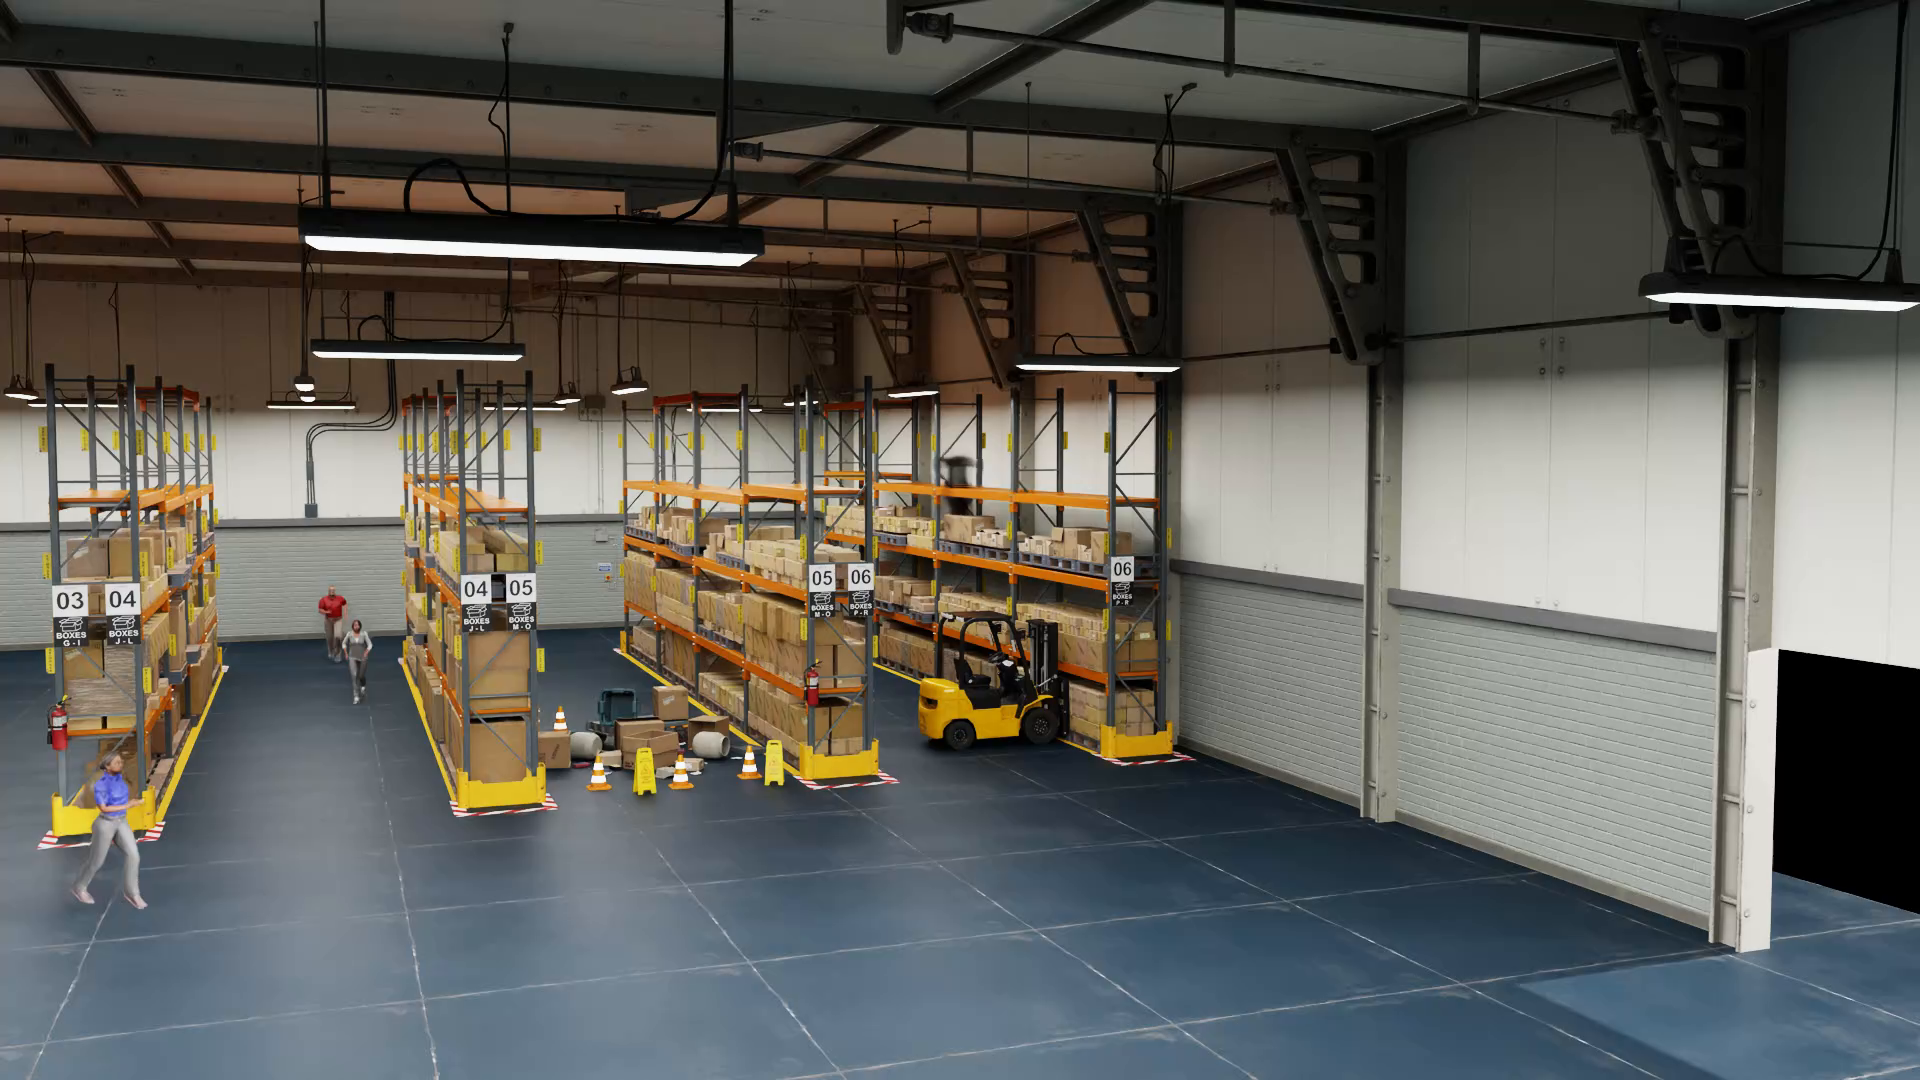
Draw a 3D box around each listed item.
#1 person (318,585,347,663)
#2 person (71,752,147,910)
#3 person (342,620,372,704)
[{"bbox_3d":[-14.345,1.931,38.037,0.616,1.790,0.855,-1,4,-18],"label":"person"},{"bbox_3d":[-9.143,3.122,17.850,0.861,1.705,0.527,1,3,13],"label":"person"},{"bbox_3d":[-11.693,2.344,32.266,0.558,1.579,0.800,-1,3,-17],"label":"person"}]
